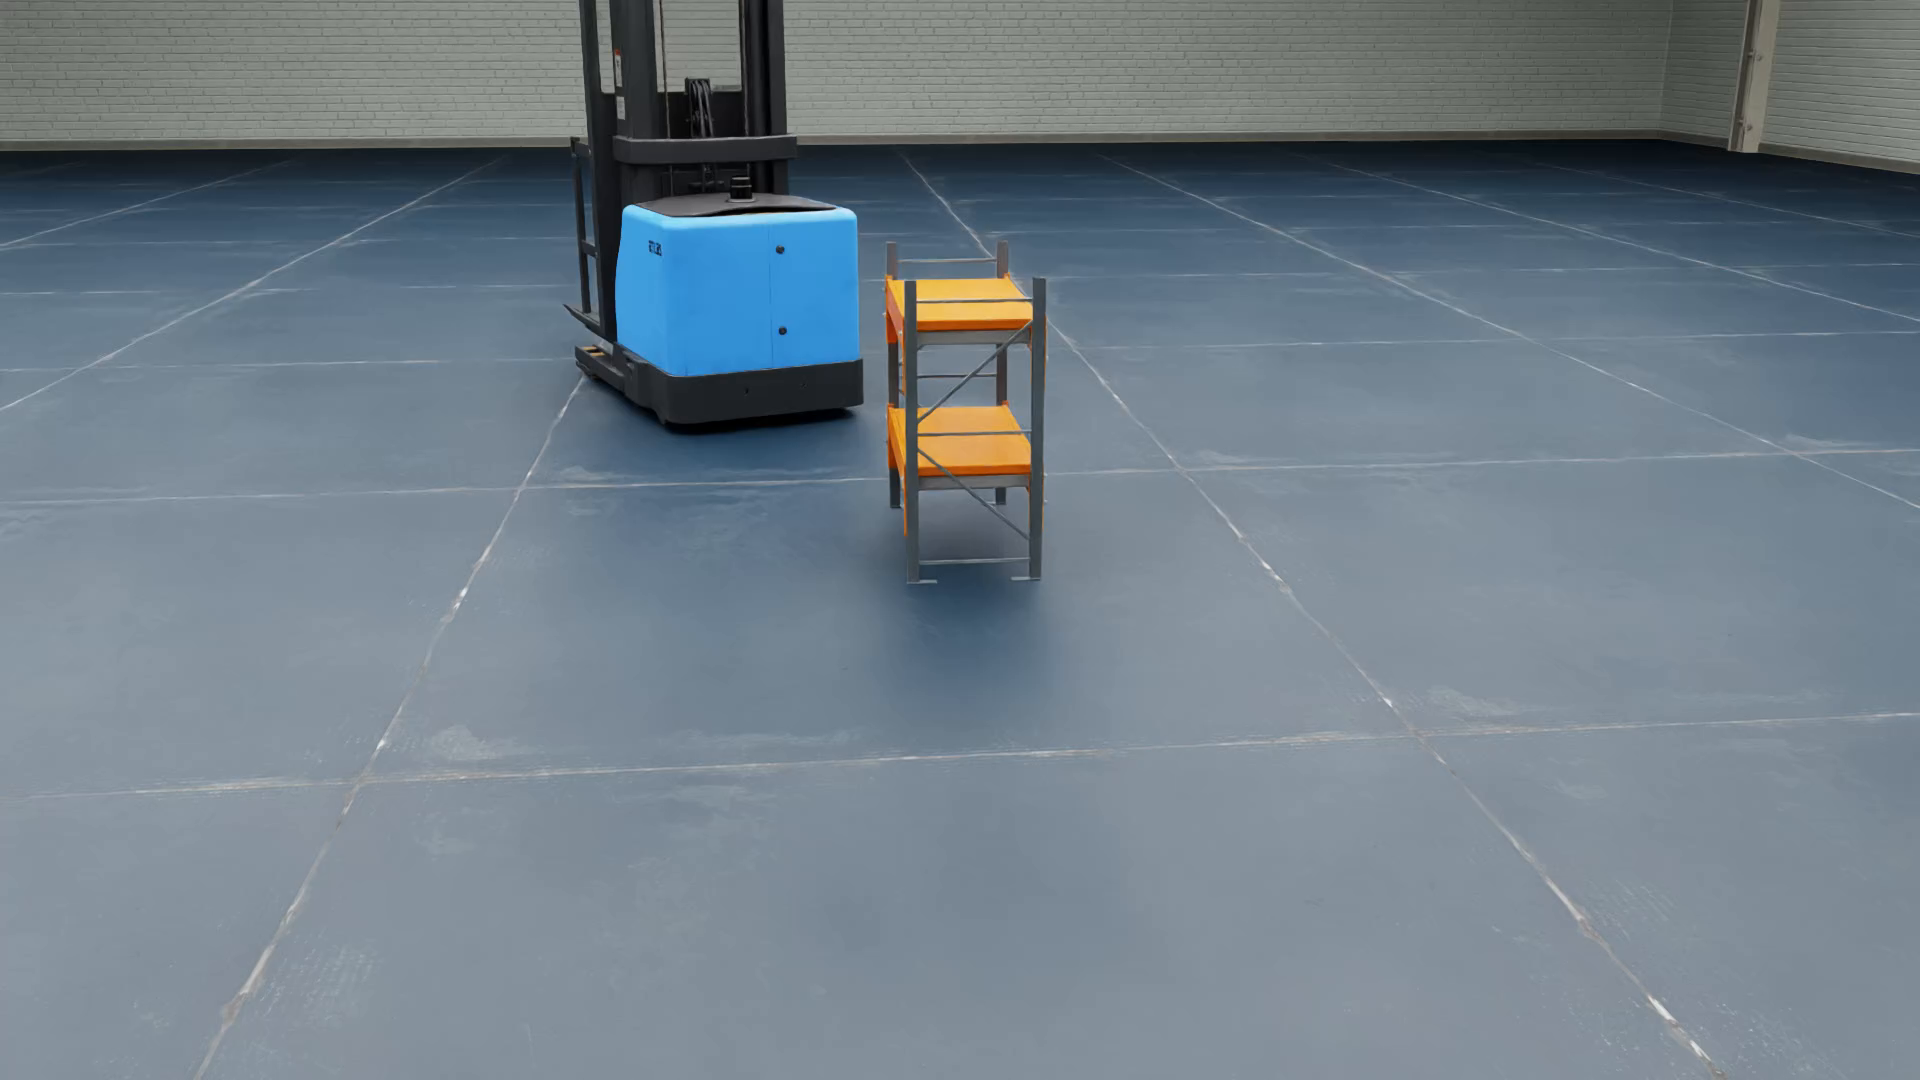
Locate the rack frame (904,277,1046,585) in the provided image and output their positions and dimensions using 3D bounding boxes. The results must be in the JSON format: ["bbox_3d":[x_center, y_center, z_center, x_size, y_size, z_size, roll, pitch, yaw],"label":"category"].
[{"bbox_3d":[0.053,-0.383,6.020,0.500,1.125,0.032,-2,18,-6],"label":"rack frame"}]

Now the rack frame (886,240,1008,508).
[{"bbox_3d":[-0.052,-0.686,6.985,0.500,1.125,0.032,-2,18,-6],"label":"rack frame"}]

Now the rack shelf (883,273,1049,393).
[{"bbox_3d":[0.001,-0.814,6.414,0.538,0.278,1.000,-2,18,-6],"label":"rack shelf"}]

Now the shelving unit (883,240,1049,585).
[{"bbox_3d":[0.001,-0.535,6.502,0.538,1.125,1.048,-2,18,-6],"label":"shelving unit"}]

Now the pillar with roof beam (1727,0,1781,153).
[{"bbox_3d":[8.005,-10.253,24.312,9.100,9.000,0.400,-2,18,-6],"label":"pillar with roof beam"}]

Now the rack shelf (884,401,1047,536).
[{"bbox_3d":[0.001,-0.301,6.575,0.538,0.278,1.000,-2,18,-6],"label":"rack shelf"}]

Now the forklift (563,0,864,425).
[{"bbox_3d":[-1.613,-2.373,9.341,1.130,2.935,3.031,-8,19,-25],"label":"forklift"}]
